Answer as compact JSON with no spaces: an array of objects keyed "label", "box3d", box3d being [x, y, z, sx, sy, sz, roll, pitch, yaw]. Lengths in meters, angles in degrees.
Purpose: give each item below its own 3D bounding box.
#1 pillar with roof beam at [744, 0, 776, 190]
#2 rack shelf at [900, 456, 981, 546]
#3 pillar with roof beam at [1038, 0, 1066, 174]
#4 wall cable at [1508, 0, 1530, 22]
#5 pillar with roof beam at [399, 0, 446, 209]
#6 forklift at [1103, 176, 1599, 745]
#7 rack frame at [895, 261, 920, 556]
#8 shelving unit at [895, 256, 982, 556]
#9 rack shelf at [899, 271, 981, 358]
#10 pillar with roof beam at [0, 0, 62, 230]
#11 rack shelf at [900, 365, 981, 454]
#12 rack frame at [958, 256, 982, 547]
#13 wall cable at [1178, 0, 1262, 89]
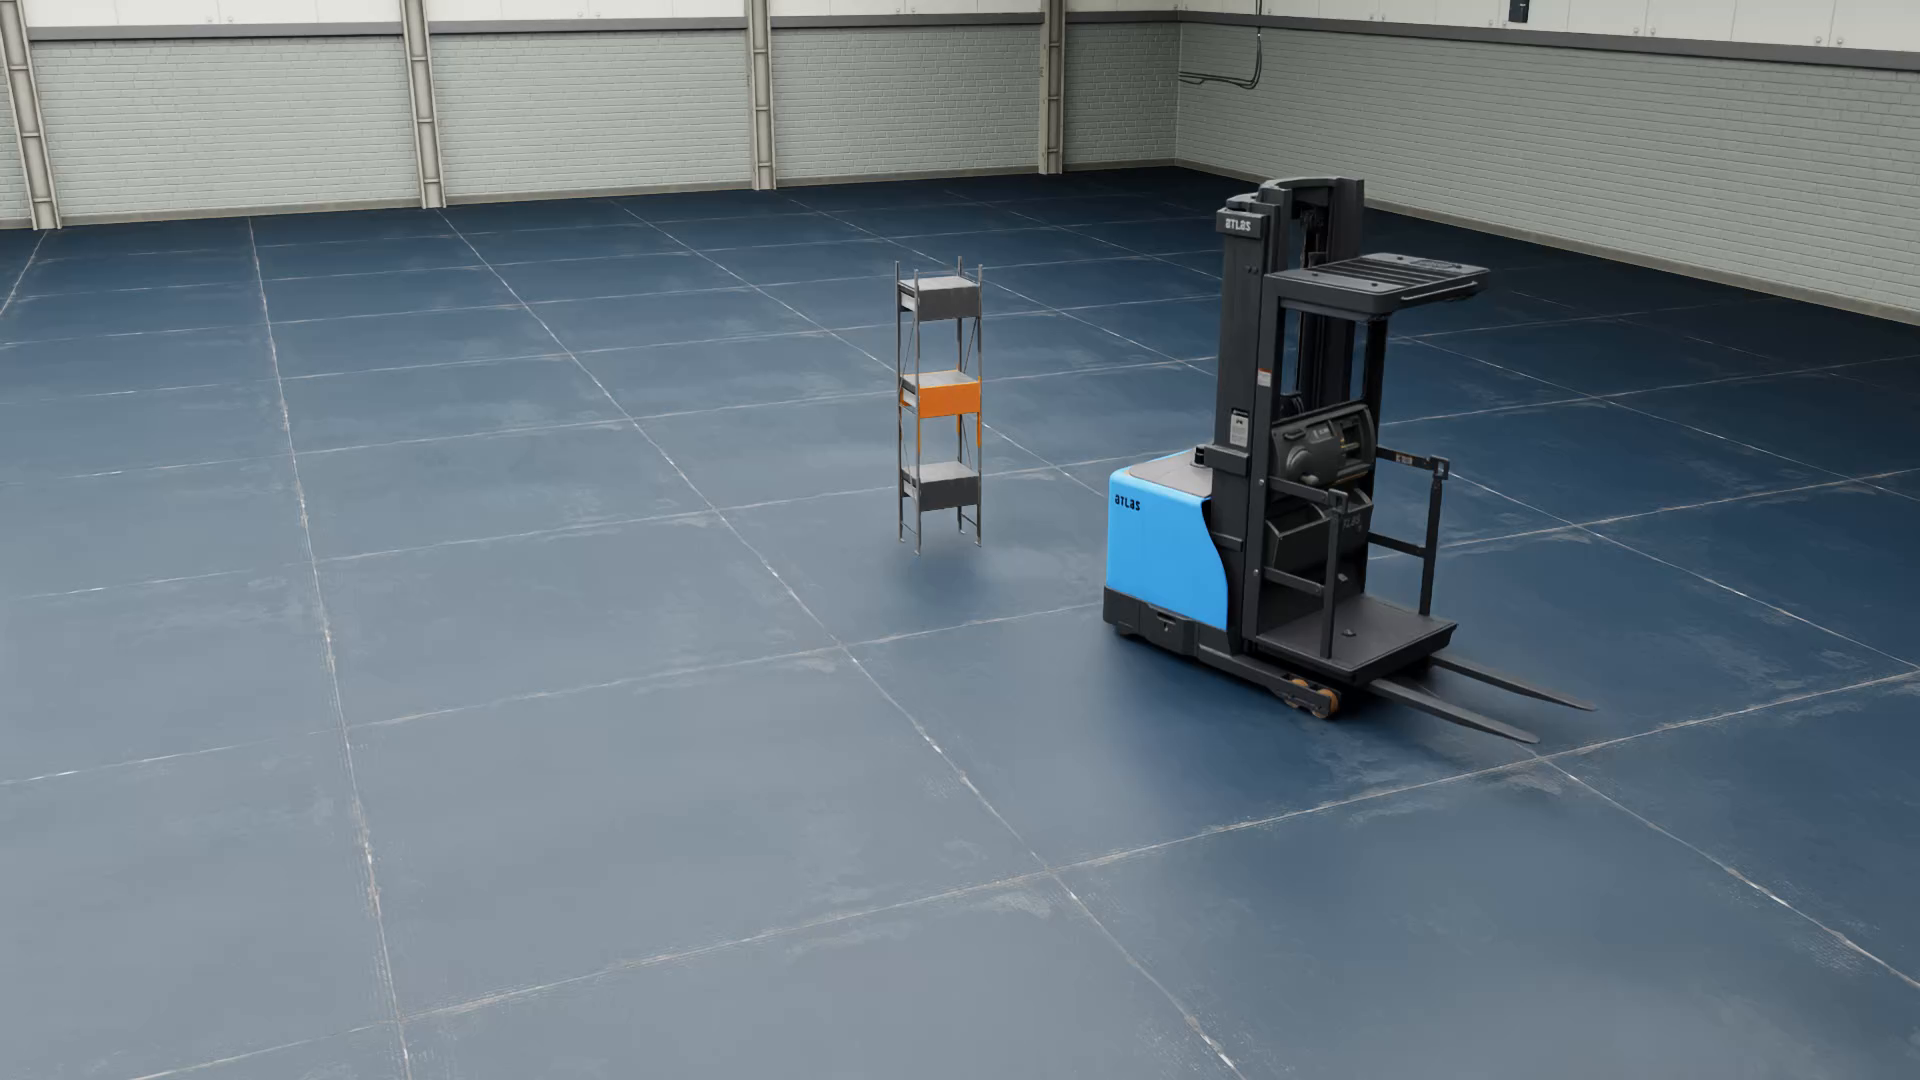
[{"label":"pillar with roof beam","box3d":[-1.986,-9.546,26.083,0.400,9.000,9.100,-8,21,-22]},{"label":"rack shelf","box3d":[-0.152,-0.295,12.348,0.480,0.518,0.431,-8,21,-22]},{"label":"pillar with roof beam","box3d":[3.523,-10.335,28.325,0.400,9.000,9.100,-8,21,-22]},{"label":"wall cable","box3d":[8.793,-10.339,23.216,0.169,6.003,2.305,-8,21,-22]},{"label":"pillar with roof beam","box3d":[-7.495,-8.756,23.841,0.400,9.000,9.100,-8,21,-22]},{"label":"forklift","box3d":[2.286,-0.544,9.654,1.130,2.935,3.031,-16,25,-39]},{"label":"rack frame","box3d":[-0.376,-0.937,12.020,0.015,2.100,0.400,-8,21,-22]},{"label":"shelving unit","box3d":[-0.152,-0.969,12.111,0.503,2.100,0.431,-8,21,-22]},{"label":"rack shelf","box3d":[-0.152,-1.616,11.884,0.480,0.518,0.431,-8,21,-22]},{"label":"pillar with roof beam","box3d":[-13.004,-7.967,21.599,0.400,9.000,9.100,-8,21,-22]},{"label":"rack shelf","box3d":[-0.152,-0.956,12.116,0.480,0.518,0.431,-8,21,-22]},{"label":"rack frame","box3d":[0.072,-1.001,12.203,0.015,2.100,0.400,-8,21,-22]},{"label":"wall cable","box3d":[5.047,-10.167,32.524,0.112,2.526,3.097,-8,21,-22]}]
